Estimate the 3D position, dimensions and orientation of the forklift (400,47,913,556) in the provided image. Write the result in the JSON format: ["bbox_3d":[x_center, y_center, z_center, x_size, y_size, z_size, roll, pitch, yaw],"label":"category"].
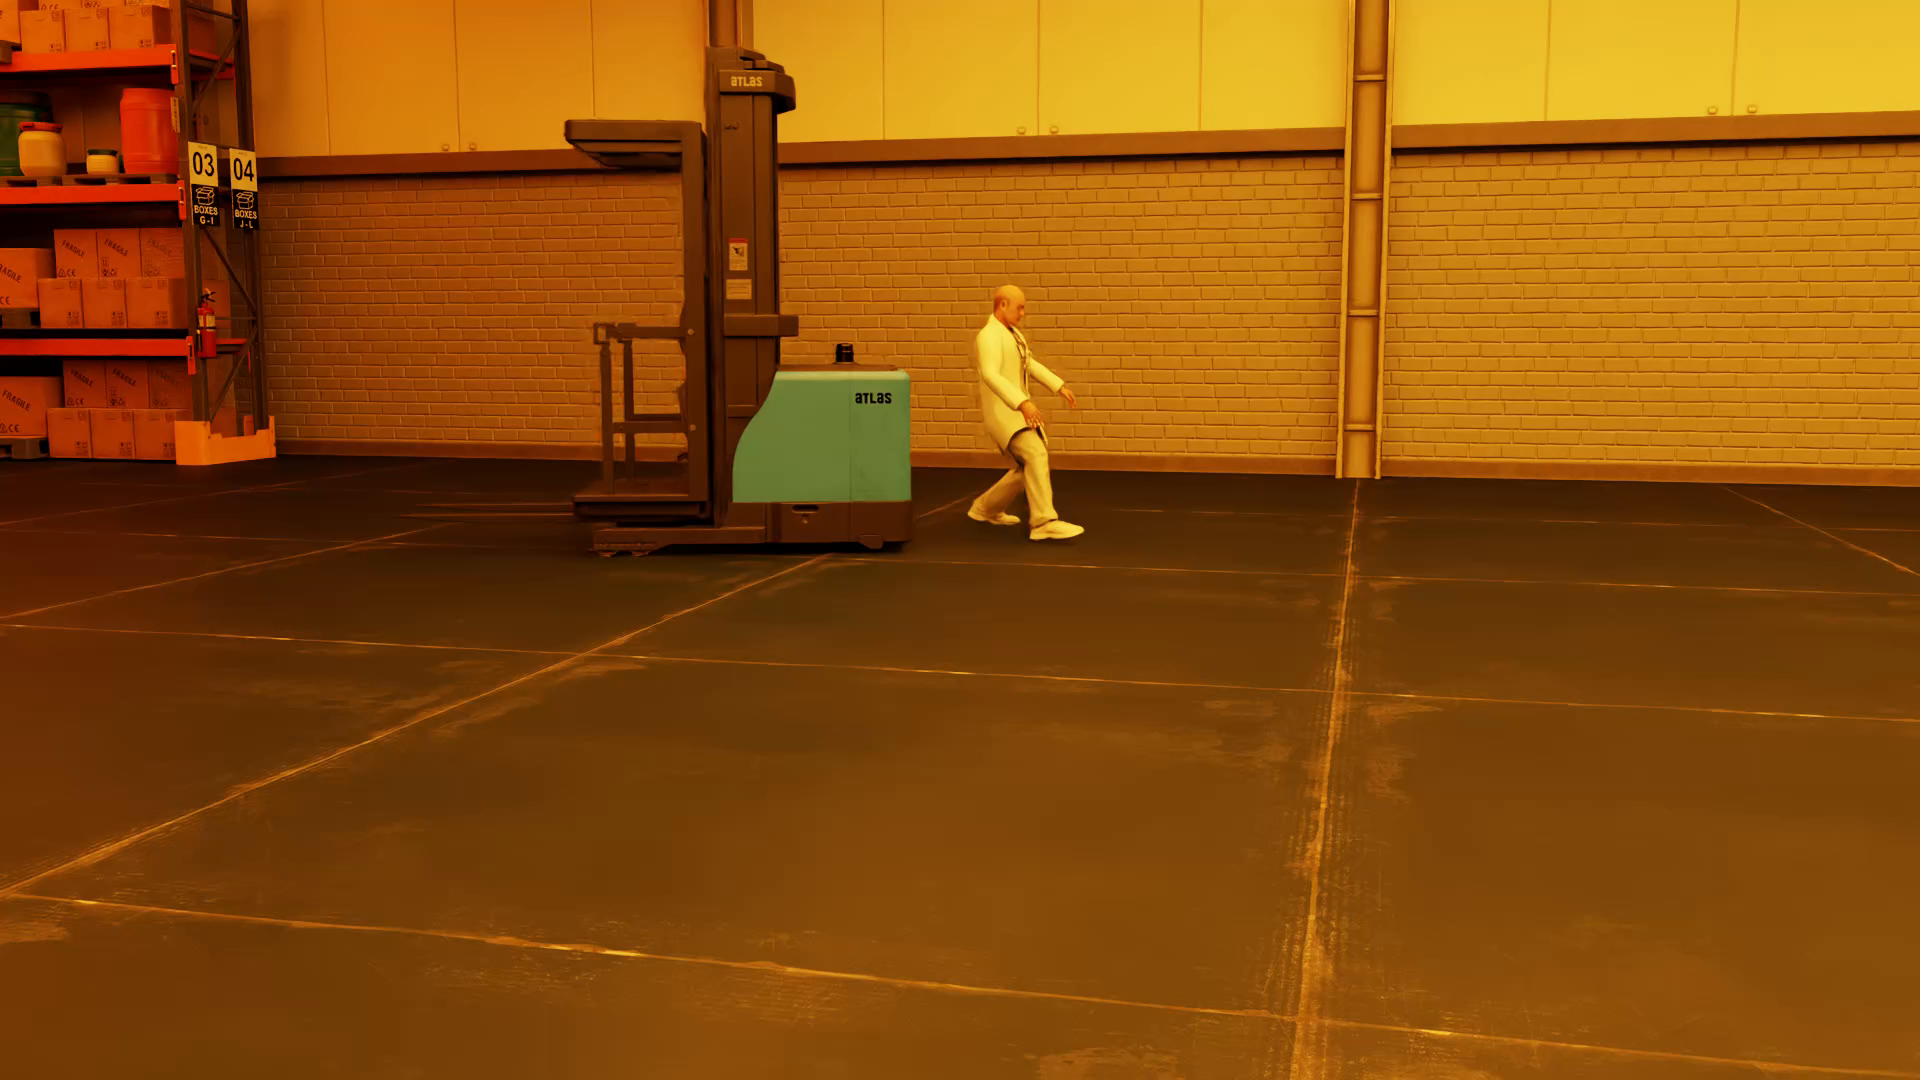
[{"bbox_3d":[-1.821,-1.427,10.096,3.031,2.935,1.130,0,7,-4],"label":"forklift"}]

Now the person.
[{"bbox_3d":[0.450,-0.841,10.839,1.036,1.626,0.977,3,8,21],"label":"person"}]
